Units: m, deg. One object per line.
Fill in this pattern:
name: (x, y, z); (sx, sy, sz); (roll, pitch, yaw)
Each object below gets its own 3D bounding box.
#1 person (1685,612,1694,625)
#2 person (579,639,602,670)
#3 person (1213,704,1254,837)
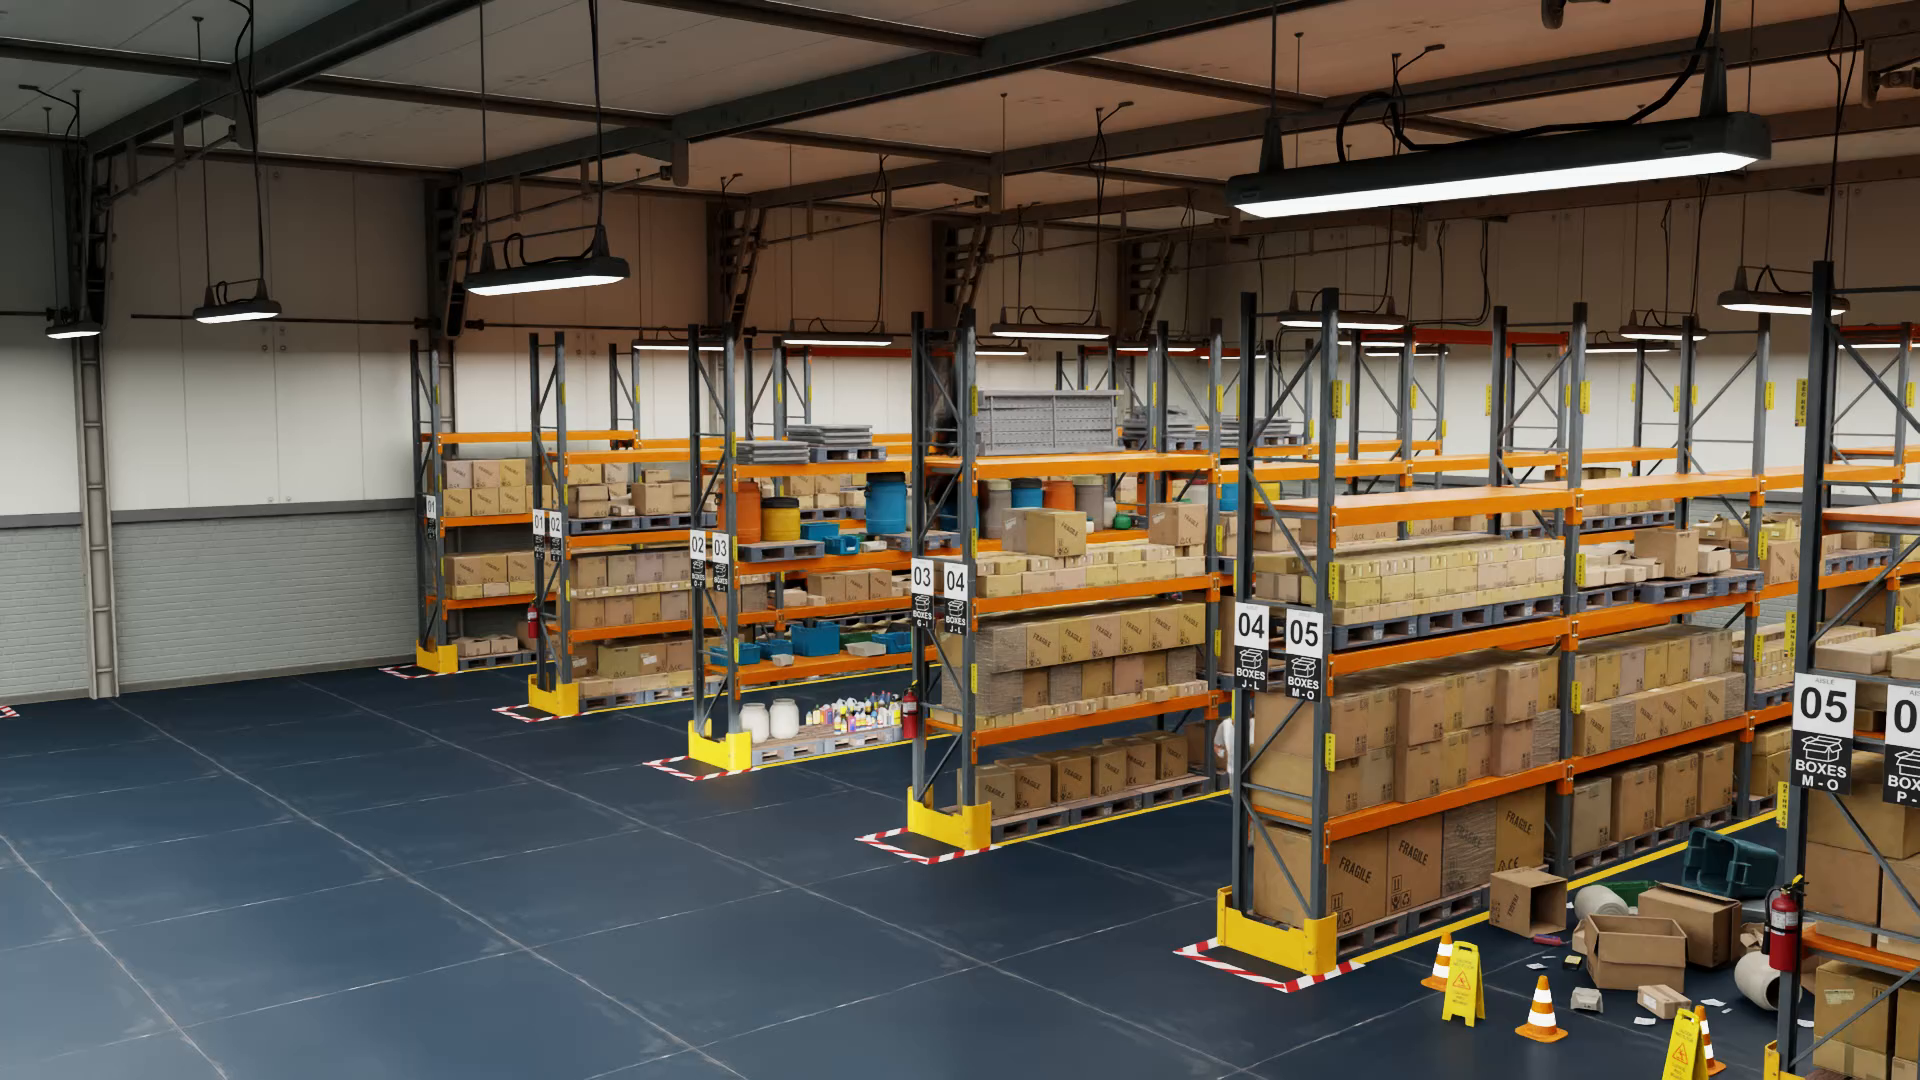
person: (12.979, 1.718, 30.071); (0.567, 1.414, 0.803); (-4, 7, -36)
person: (-6.495, 1.713, 28.870); (0.734, 1.591, 0.888); (2, 6, 22)
person: (3.147, 2.539, 18.352); (0.724, 1.650, 0.775); (3, 6, 31)
